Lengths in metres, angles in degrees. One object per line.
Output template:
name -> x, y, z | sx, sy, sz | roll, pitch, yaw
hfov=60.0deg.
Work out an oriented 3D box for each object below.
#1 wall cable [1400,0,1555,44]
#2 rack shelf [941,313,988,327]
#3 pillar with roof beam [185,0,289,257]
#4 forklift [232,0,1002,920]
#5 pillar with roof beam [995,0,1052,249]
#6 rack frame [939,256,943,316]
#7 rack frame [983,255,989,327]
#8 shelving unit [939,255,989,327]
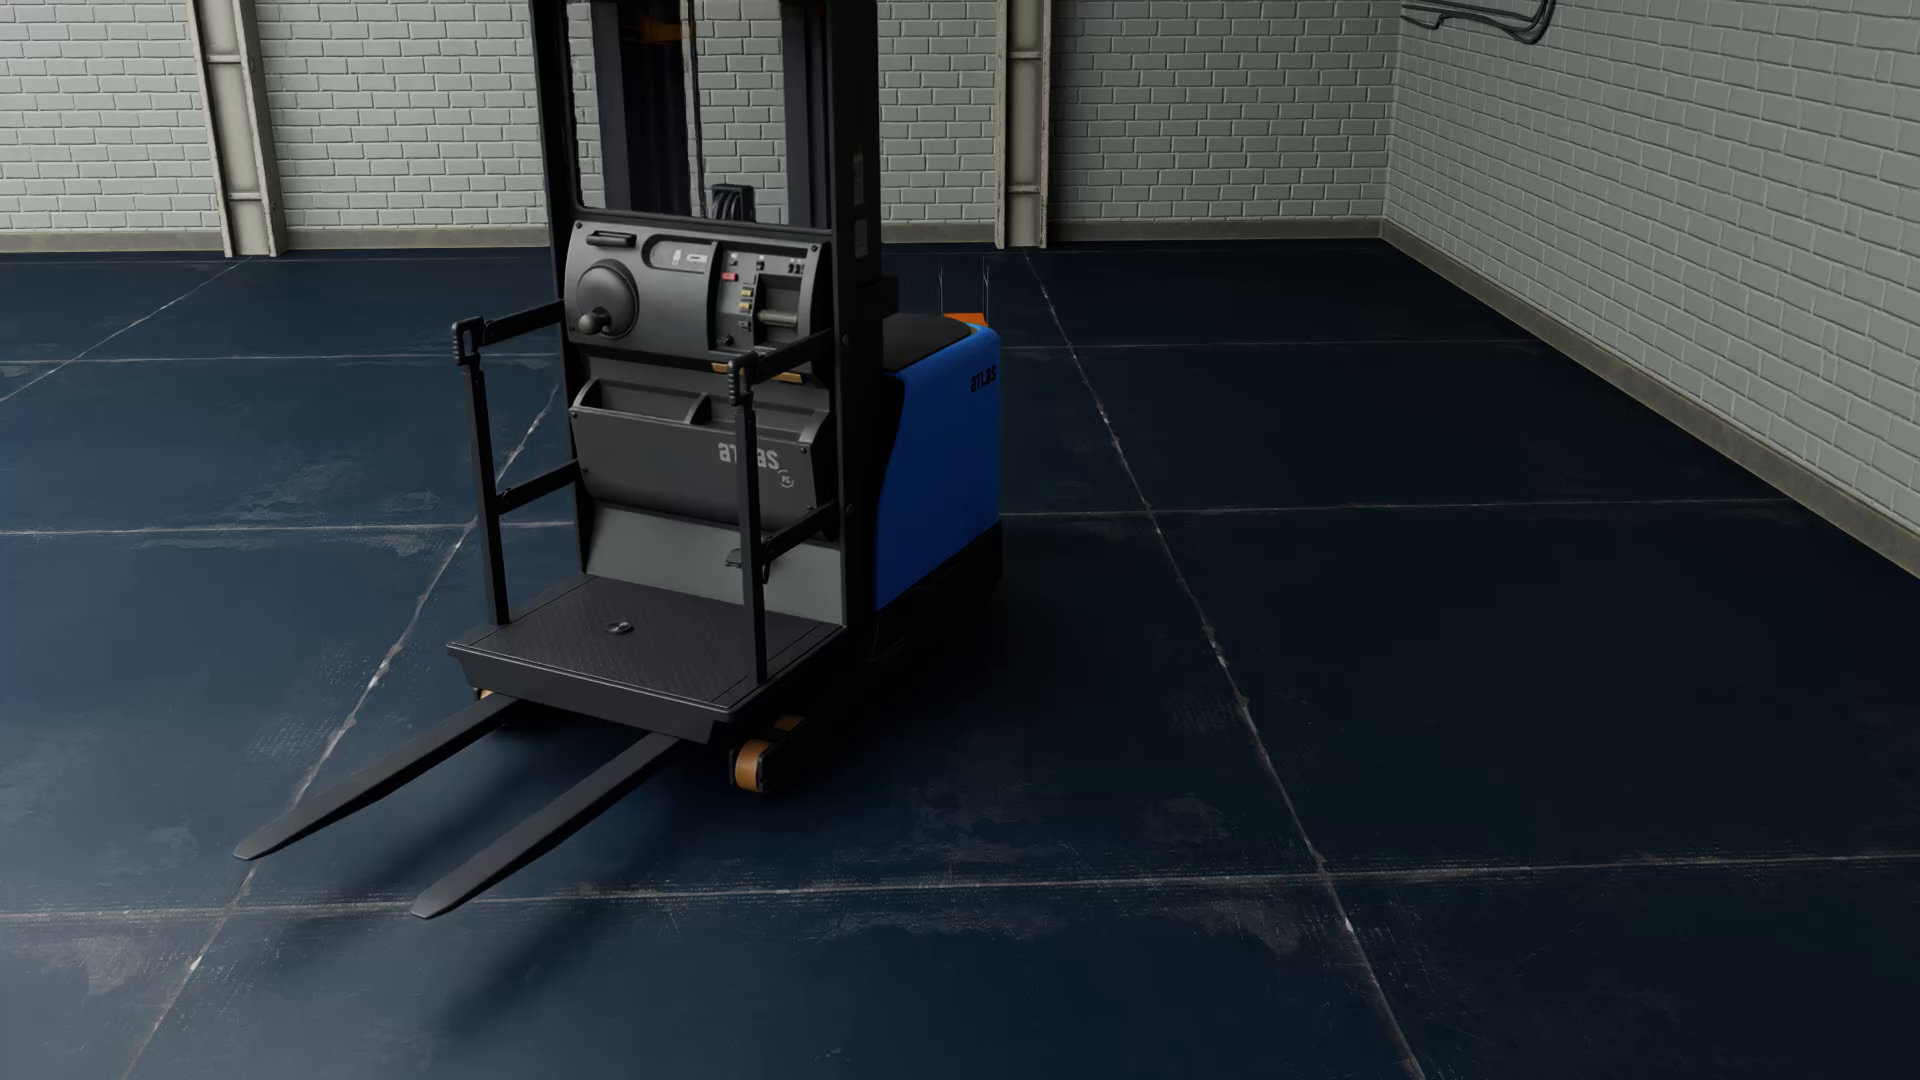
wall cable -> 3.504, -4.716, 11.226 | 0.112, 2.526, 3.097 | -1, 21, -3
rack shelf -> 0.014, -0.856, 6.796 | 0.180, 0.103, 0.258 | -1, 21, -3
pillar with roof beam -> -5.257, -4.926, 7.413 | 0.400, 9.000, 9.100 | -1, 21, -3
forklift -> -0.937, -0.772, 5.030 | 1.130, 2.935, 3.031 | 10, 23, 24
pillar with roof beam -> 0.733, -5.048, 7.733 | 0.400, 9.000, 9.100 | -1, 21, -3
rack frame -> -0.077, -0.559, 6.903 | 0.006, 1.200, 0.240 | -1, 21, -3
rack frame -> 0.106, -0.563, 6.913 | 0.006, 1.200, 0.240 | -1, 21, -3
shelving unit -> 0.014, -0.561, 6.908 | 0.189, 1.200, 0.258 | -1, 21, -3
